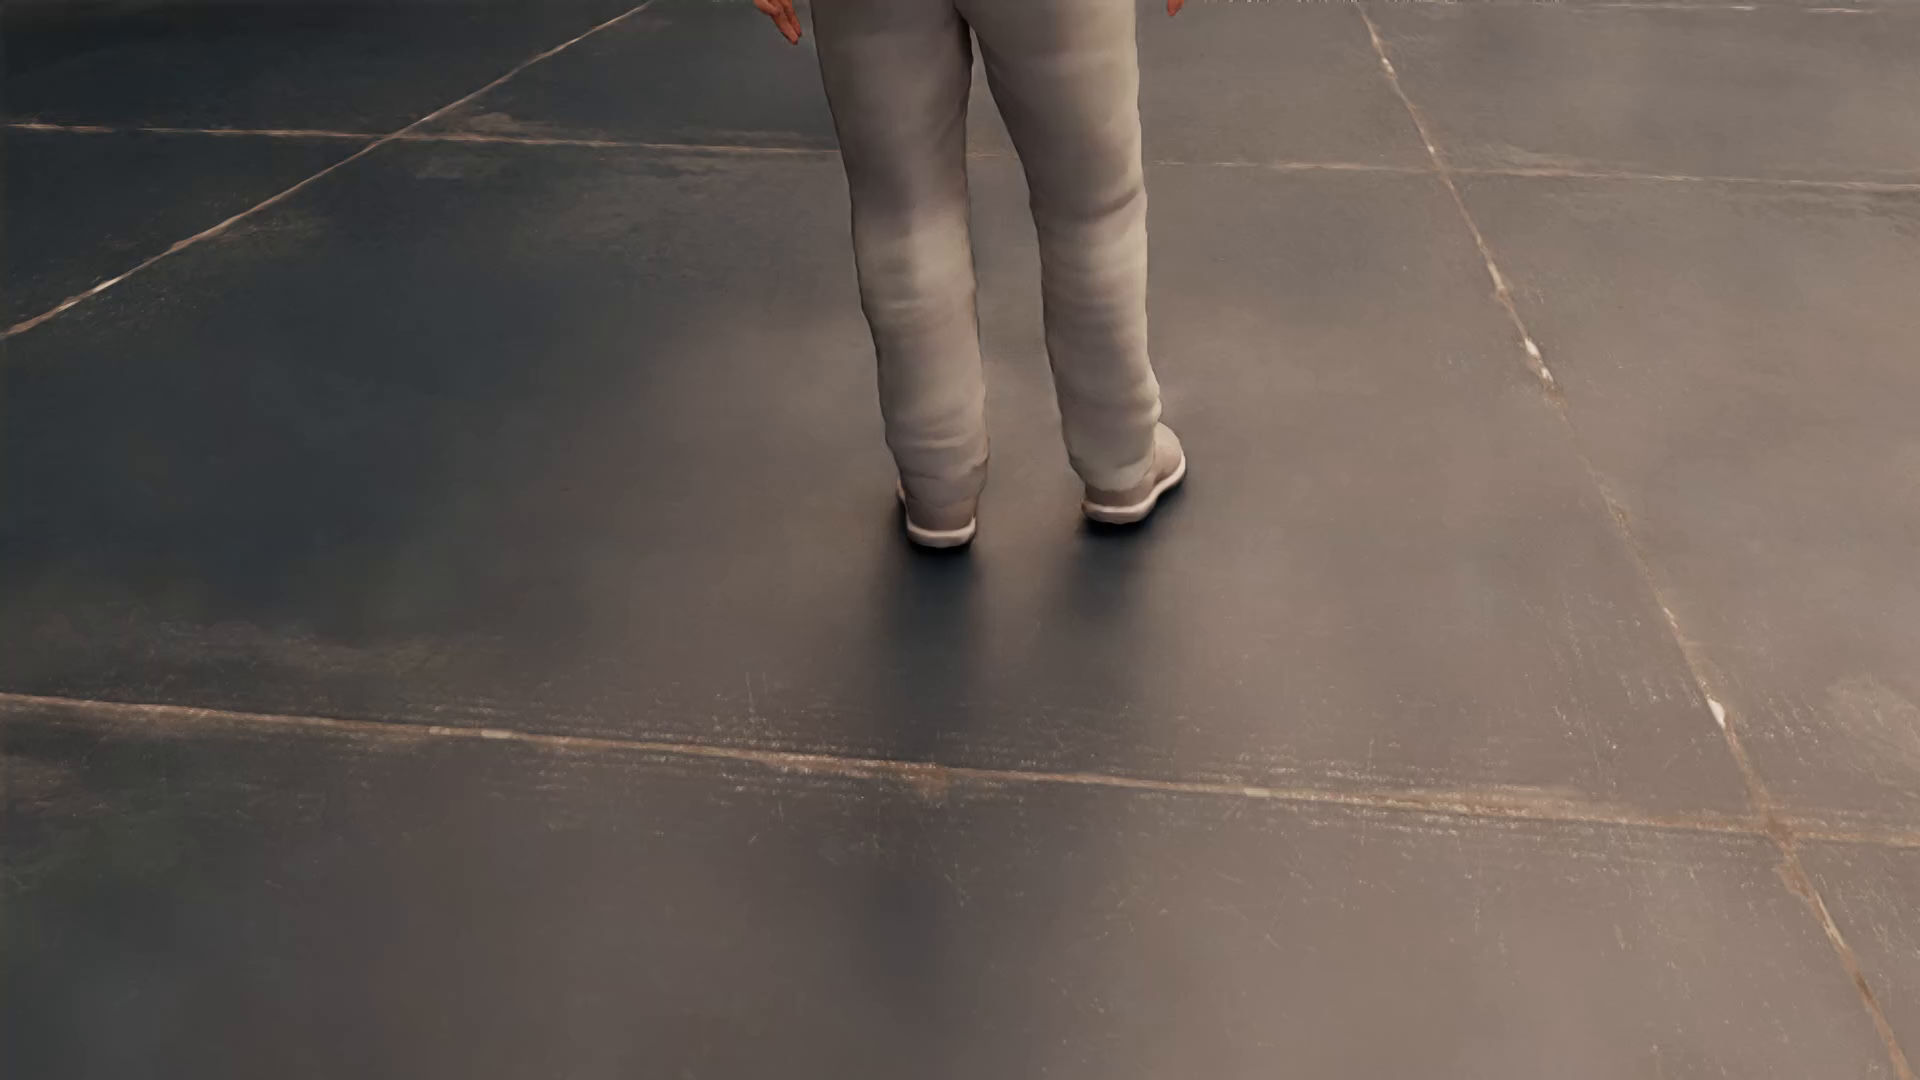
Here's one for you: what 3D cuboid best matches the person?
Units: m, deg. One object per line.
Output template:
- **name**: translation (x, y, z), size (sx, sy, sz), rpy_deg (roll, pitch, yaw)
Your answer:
- **person**: translation (0.022, -0.838, 2.166), size (0.640, 1.781, 0.574), rpy_deg (3, 27, 7)
